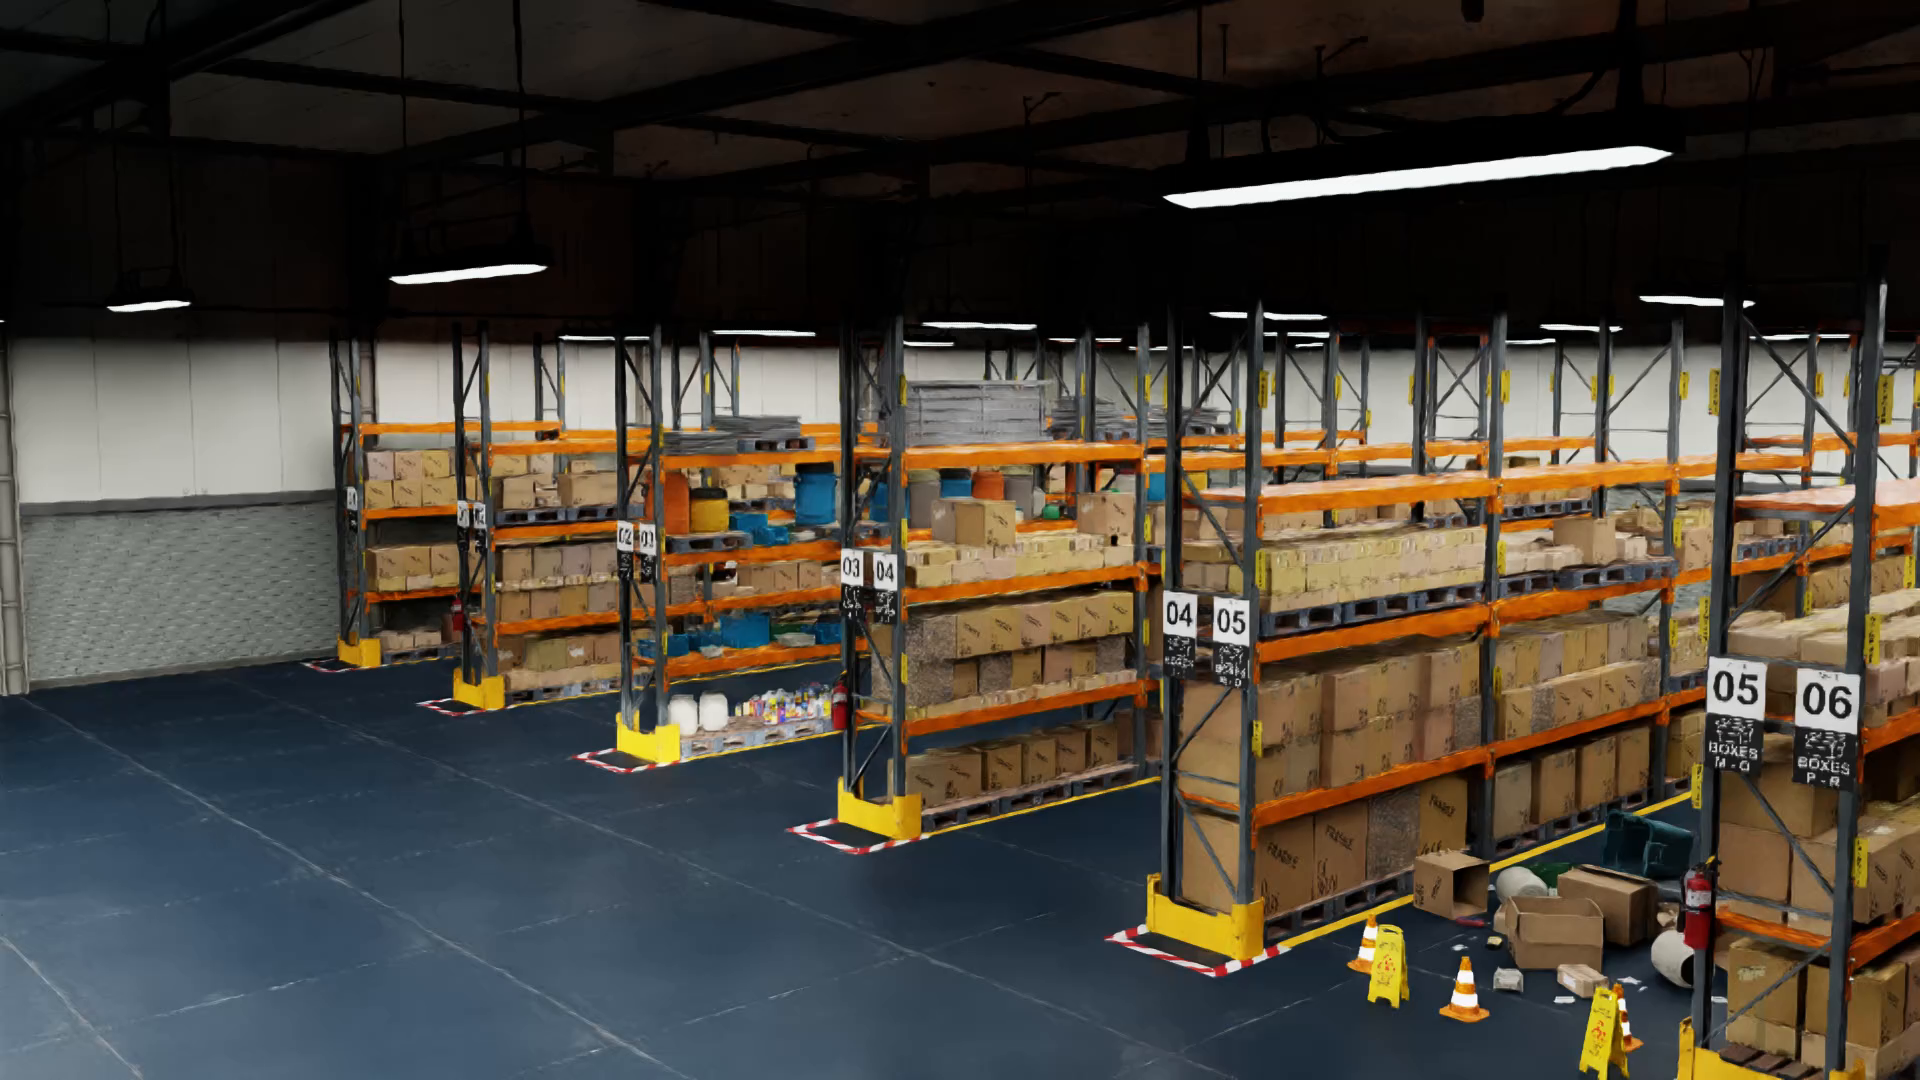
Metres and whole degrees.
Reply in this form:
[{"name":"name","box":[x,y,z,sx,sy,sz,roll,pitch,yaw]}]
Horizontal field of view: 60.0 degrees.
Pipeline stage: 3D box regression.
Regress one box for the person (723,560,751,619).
[{"name":"person","box":[-4.279,1.205,31.462,1.121,1.691,0.577,-5,7,-39]}]
